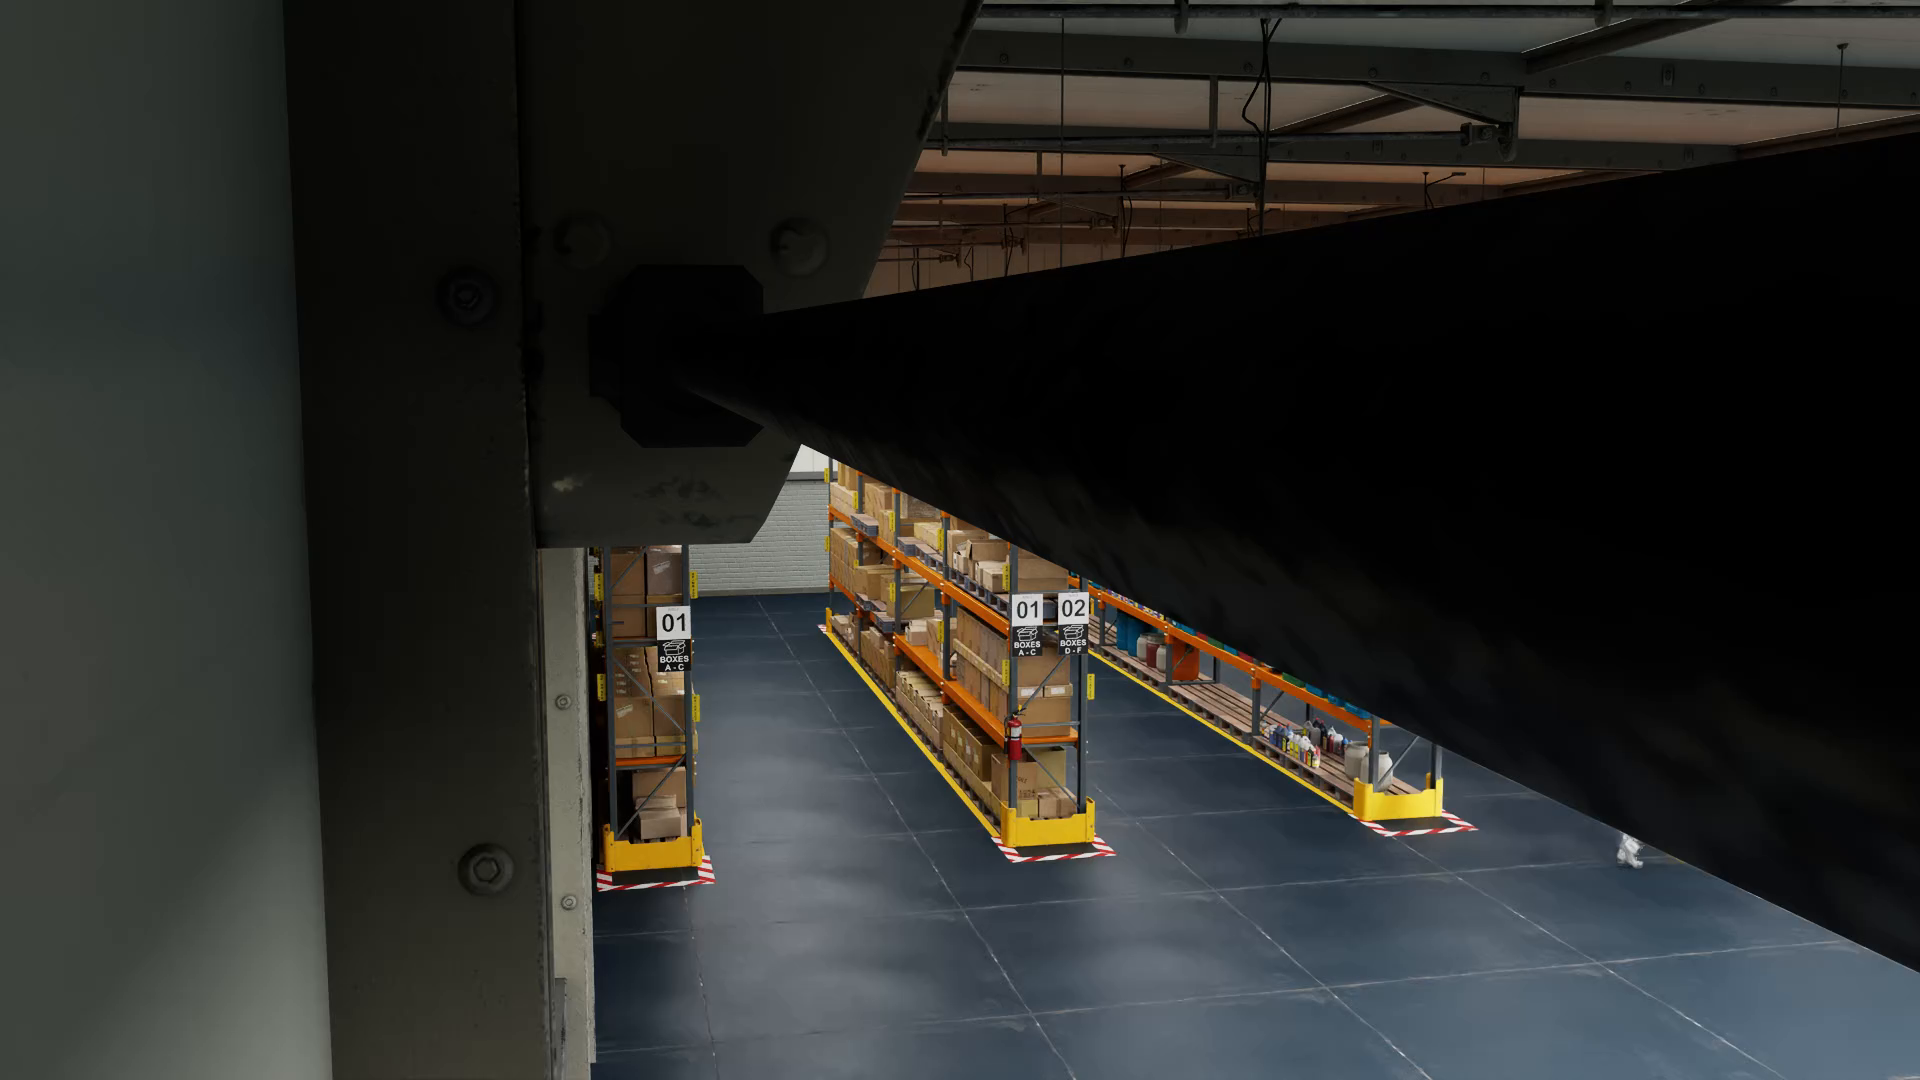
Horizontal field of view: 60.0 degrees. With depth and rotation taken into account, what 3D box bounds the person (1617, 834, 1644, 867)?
[{"bbox_3d":[8.279,3.078,20.046,0.612,1.748,0.630,3,7,21],"label":"person"}]
